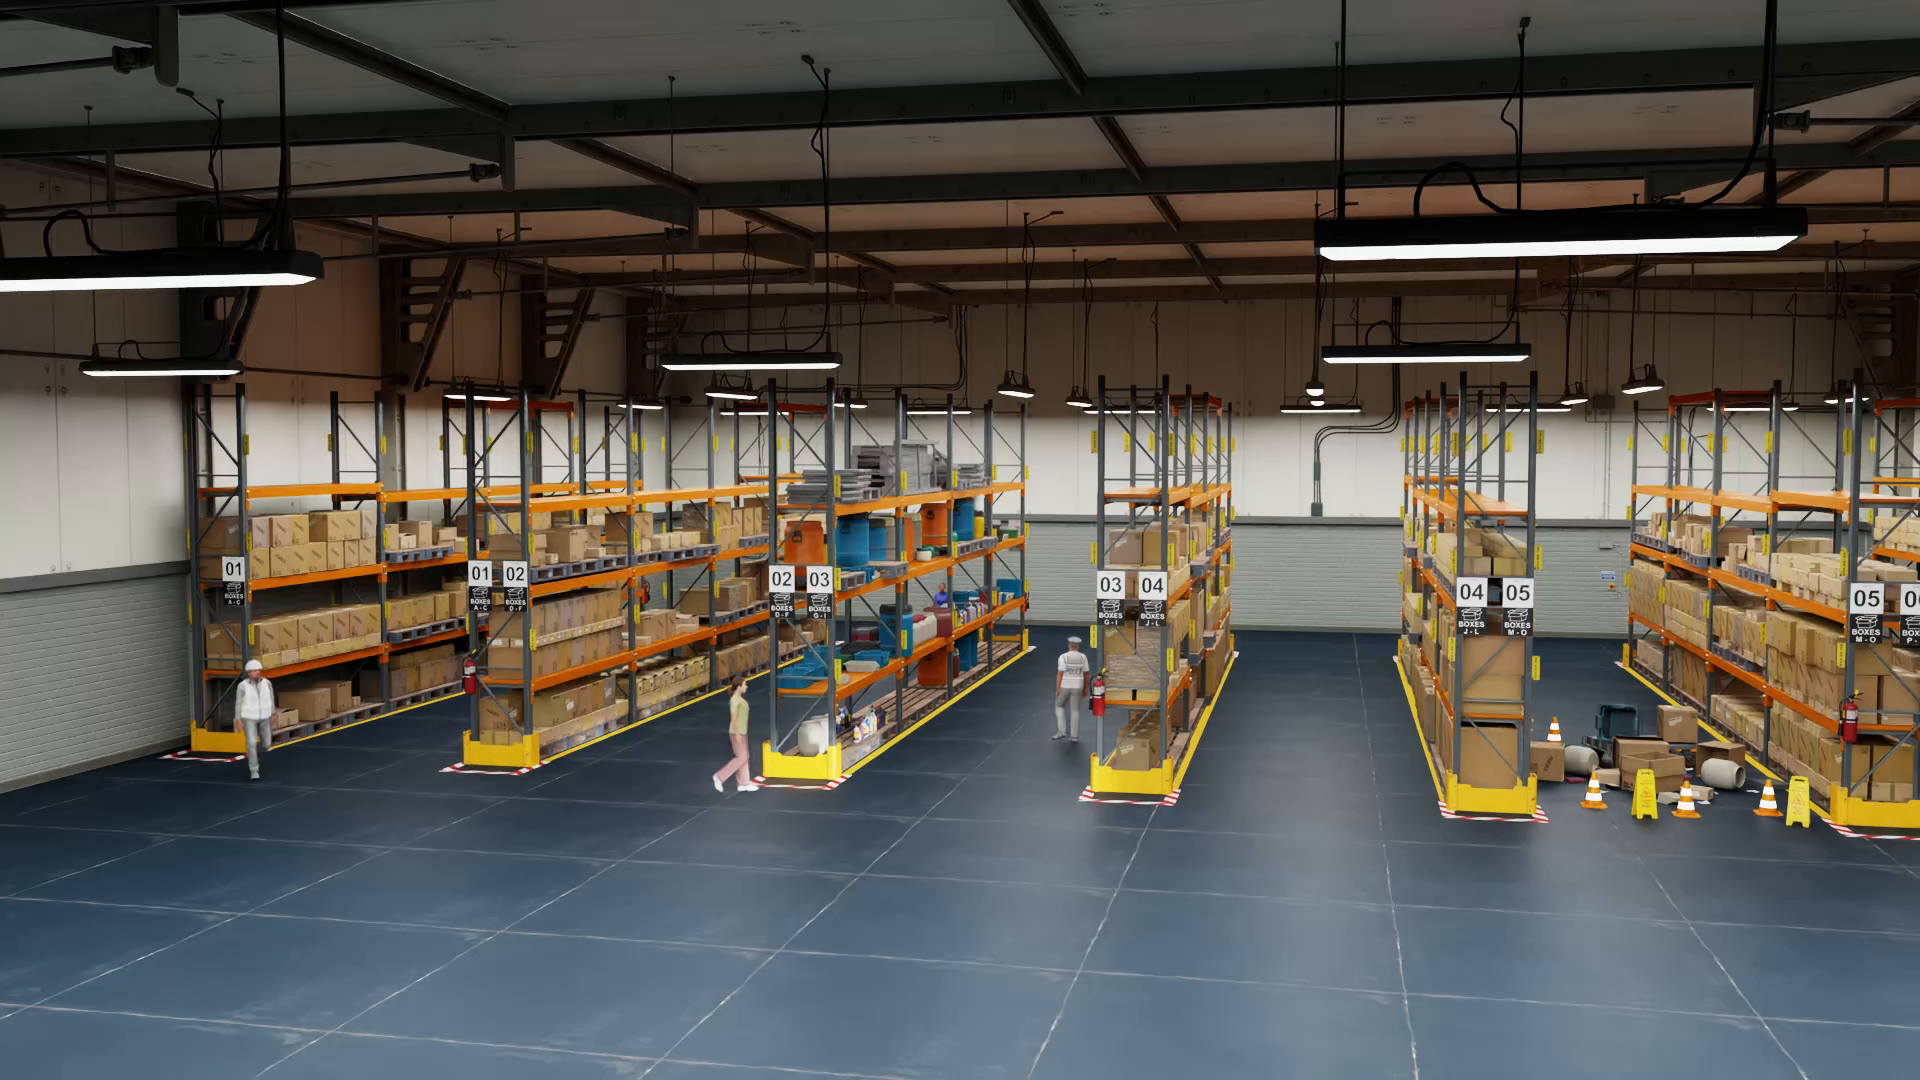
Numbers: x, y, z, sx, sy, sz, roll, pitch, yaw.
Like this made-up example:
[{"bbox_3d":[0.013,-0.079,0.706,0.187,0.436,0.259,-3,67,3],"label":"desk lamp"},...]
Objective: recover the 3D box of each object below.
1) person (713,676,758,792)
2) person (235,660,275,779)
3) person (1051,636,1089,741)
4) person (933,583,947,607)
[{"bbox_3d":[-3.231,2.795,23.924,0.638,1.666,0.484,0,3,-2],"label":"person"},{"bbox_3d":[-10.647,2.677,25.122,0.585,1.753,0.800,-3,4,-43],"label":"person"},{"bbox_3d":[1.874,2.534,28.120,0.640,1.790,0.524,0,3,-2],"label":"person"},{"bbox_3d":[-0.465,1.843,40.660,0.435,1.592,0.999,1,3,17],"label":"person"}]
